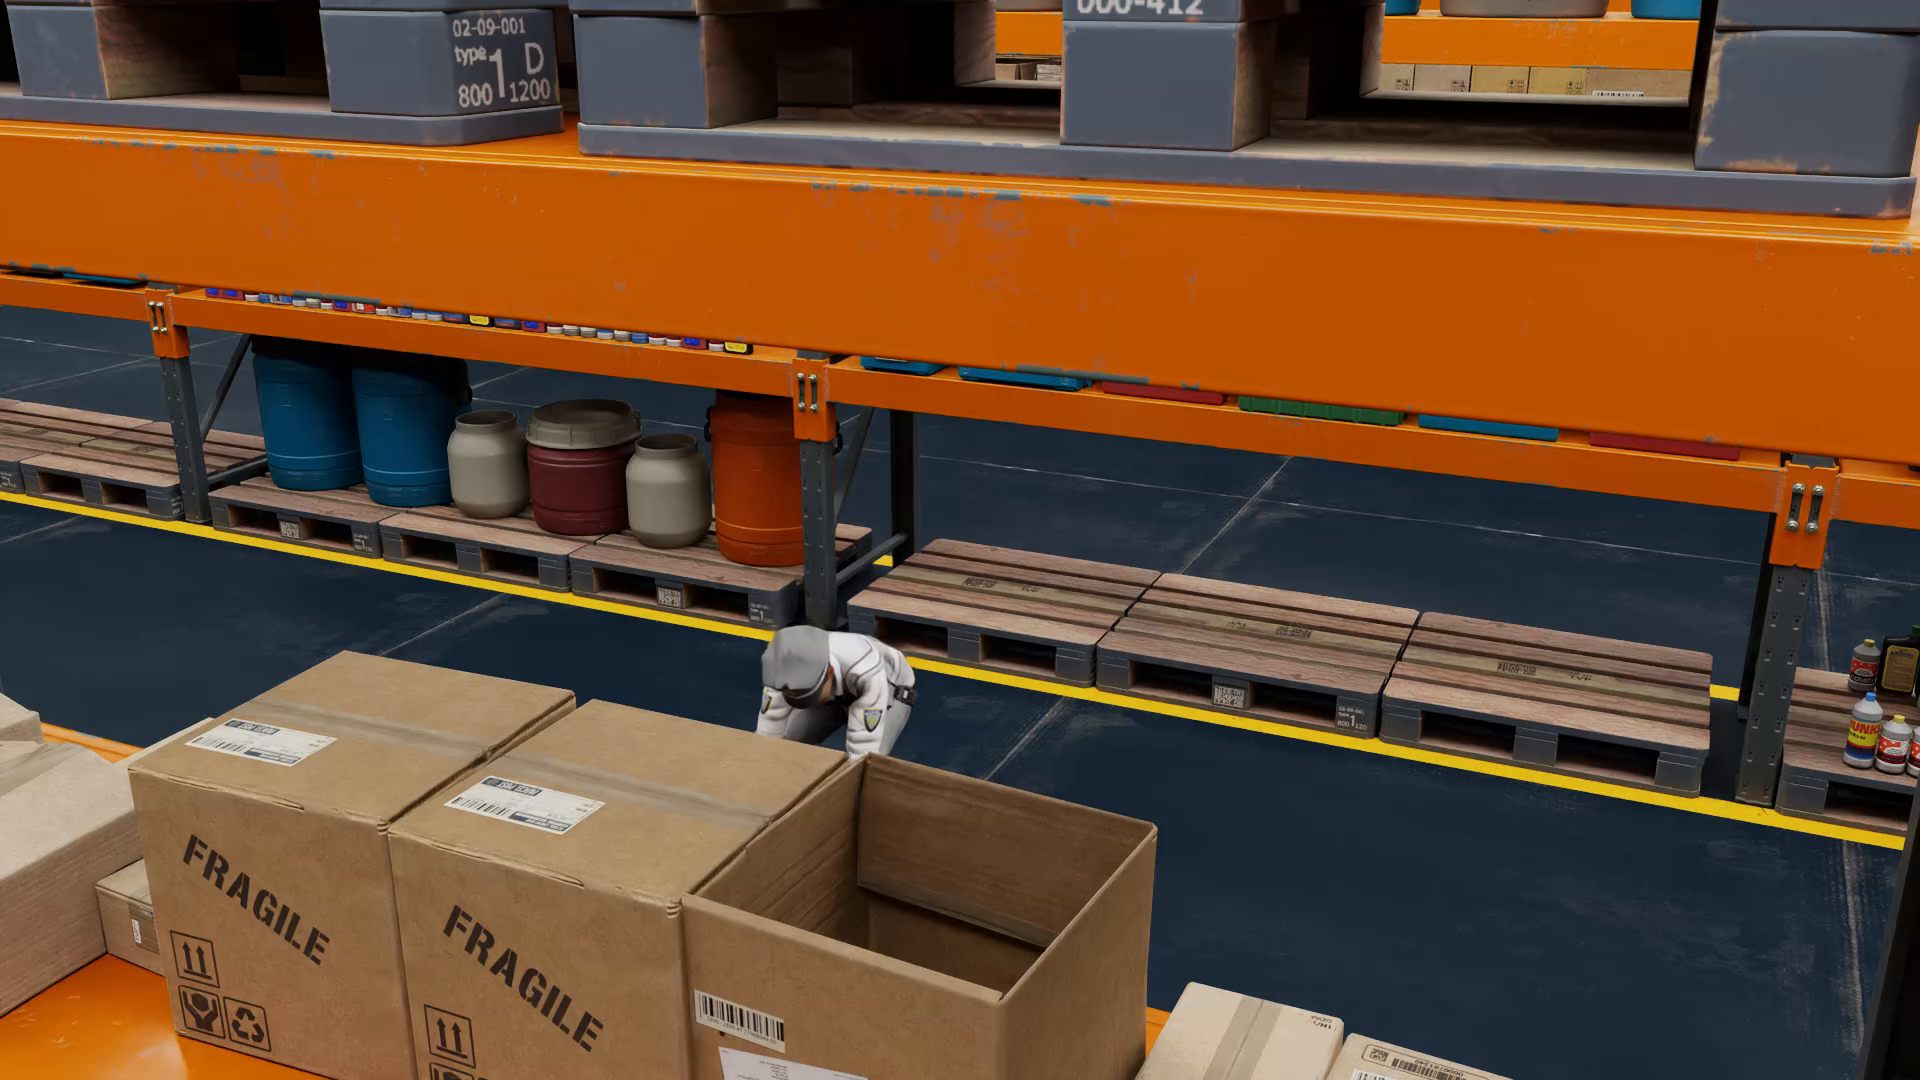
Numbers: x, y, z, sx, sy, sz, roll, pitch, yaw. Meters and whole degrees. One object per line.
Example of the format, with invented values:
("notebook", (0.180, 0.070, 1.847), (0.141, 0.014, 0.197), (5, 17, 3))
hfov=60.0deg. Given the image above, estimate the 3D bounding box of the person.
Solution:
("person", (-0.441, 0.640, 5.880), (0.486, 0.914, 0.854), (8, 21, 23))
